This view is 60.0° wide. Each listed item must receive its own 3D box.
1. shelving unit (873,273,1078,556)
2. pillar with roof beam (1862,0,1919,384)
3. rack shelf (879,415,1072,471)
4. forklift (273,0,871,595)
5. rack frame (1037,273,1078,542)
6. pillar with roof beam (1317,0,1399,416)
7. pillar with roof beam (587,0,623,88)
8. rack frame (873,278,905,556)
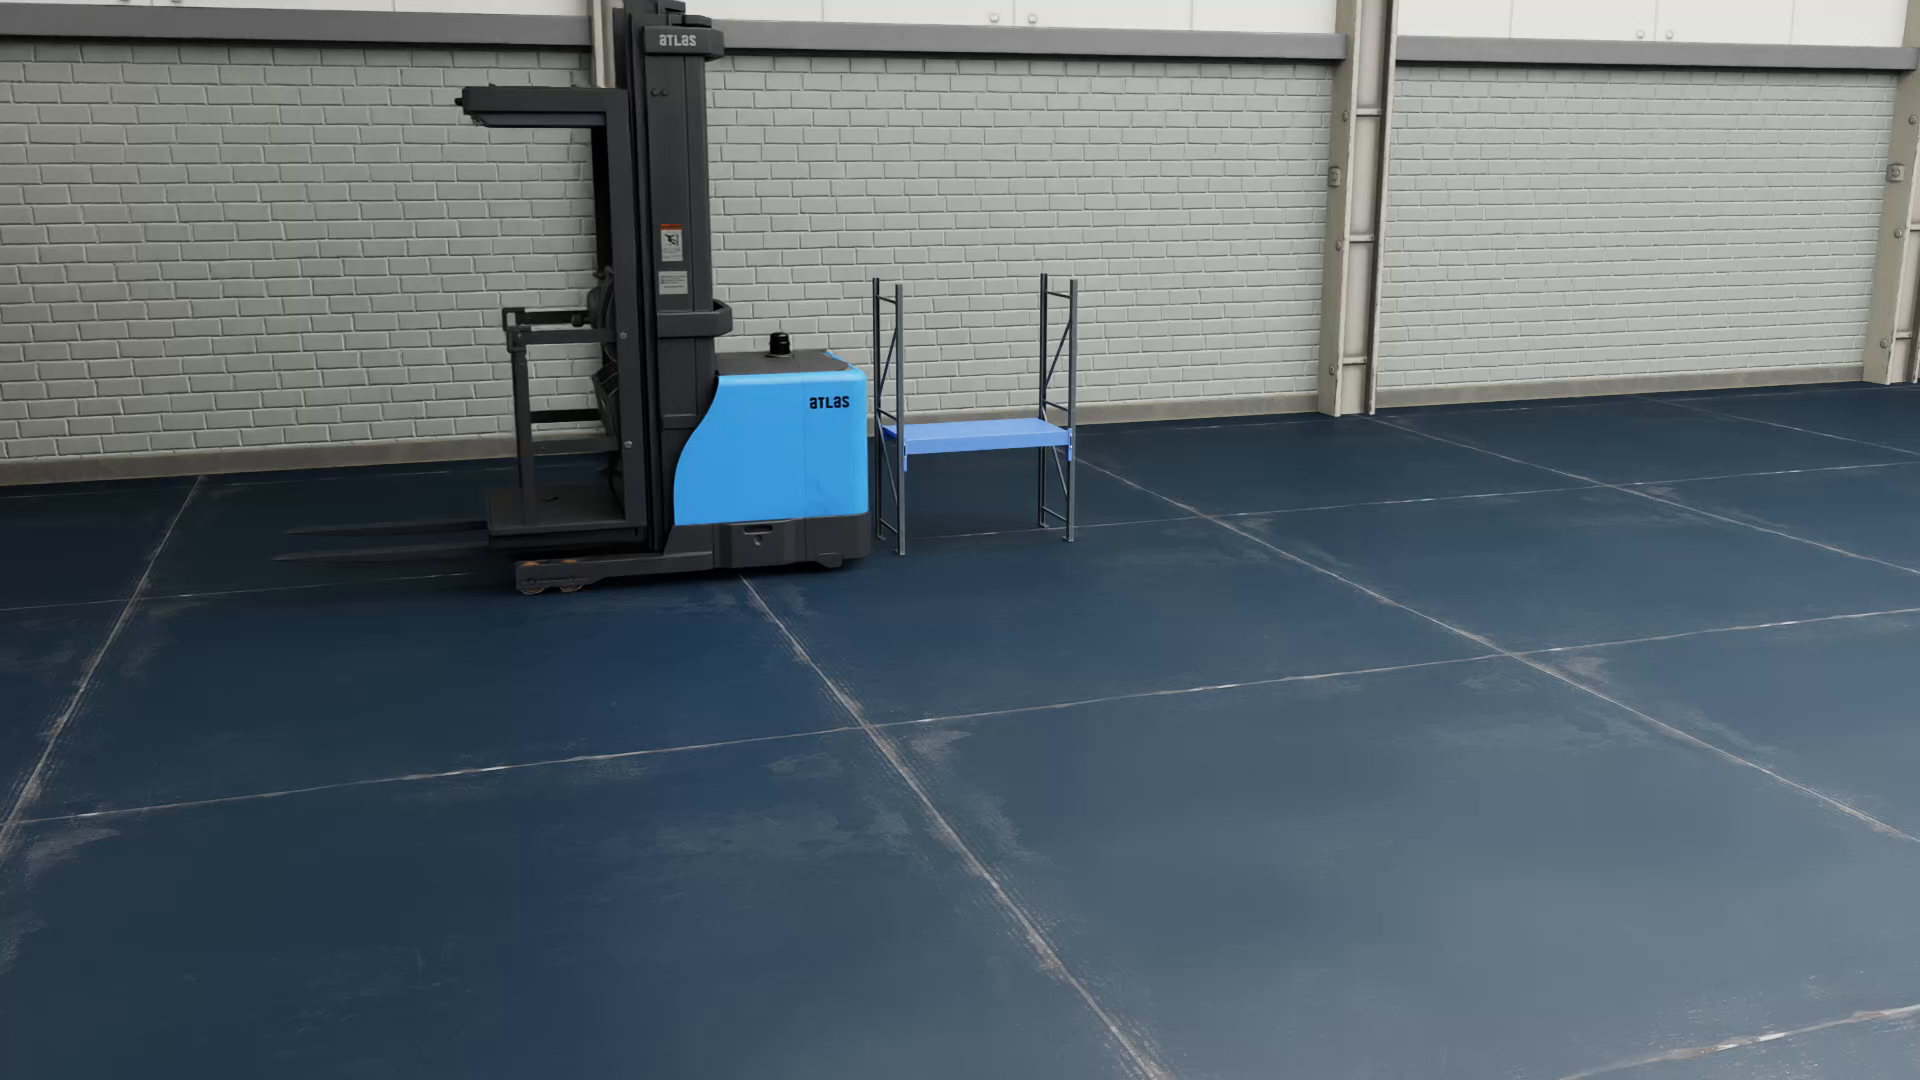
[{"bbox_3d":[0.081,-0.736,9.496,1.048,1.500,0.538,-4,14,-18],"label":"shelving unit"},{"bbox_3d":[10.358,-4.968,11.081,0.400,9.000,9.100,-4,14,-18],"label":"pillar with roof beam"},{"bbox_3d":[0.081,-0.561,9.537,1.000,0.185,0.538,-4,14,-18],"label":"rack shelf"},{"bbox_3d":[-2.057,-1.283,8.703,3.031,2.935,1.130,-4,14,-16],"label":"forklift"},{"bbox_3d":[0.563,-0.773,9.653,0.032,1.500,0.500,-4,14,-18],"label":"rack frame"},{"bbox_3d":[4.671,-4.525,9.220,0.400,9.000,9.100,-4,14,-18],"label":"pillar with roof beam"},{"bbox_3d":[-1.015,-4.082,7.358,0.400,9.000,9.100,-4,14,-18],"label":"pillar with roof beam"},{"bbox_3d":[-0.401,-0.698,9.338,0.032,1.500,0.500,-4,14,-18],"label":"rack frame"}]
